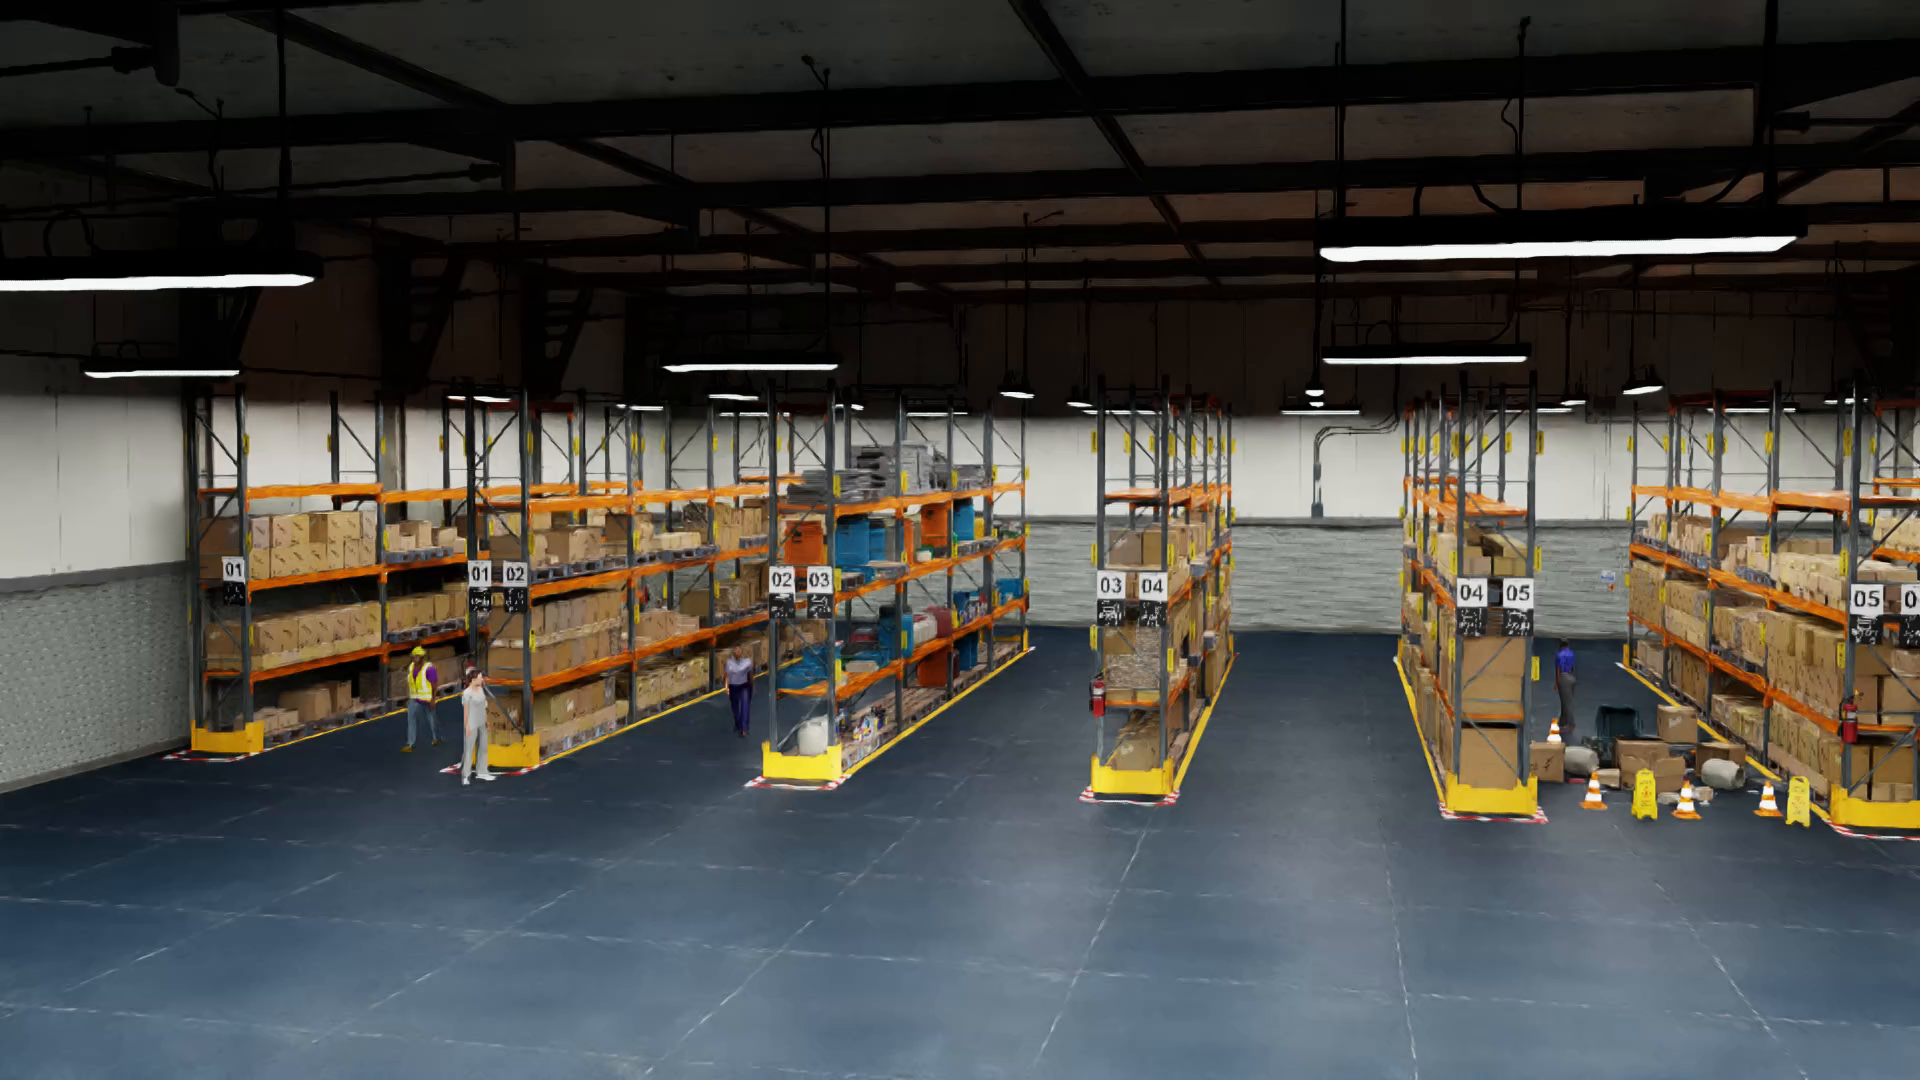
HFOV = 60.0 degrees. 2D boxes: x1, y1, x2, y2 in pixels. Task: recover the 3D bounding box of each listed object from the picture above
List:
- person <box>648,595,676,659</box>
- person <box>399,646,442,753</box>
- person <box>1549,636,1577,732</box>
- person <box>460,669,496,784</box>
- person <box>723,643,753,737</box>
[{"bbox_3d":[-6.555,2.050,36.423,0.533,1.707,1.031,1,3,21],"label":"person"},{"bbox_3d":[-8.800,2.590,27.210,0.589,1.716,1.043,1,3,11],"label":"person"},{"bbox_3d":[10.574,2.496,29.137,0.543,1.653,0.539,3,5,44],"label":"person"},{"bbox_3d":[-7.163,2.743,24.598,0.396,1.677,0.547,2,4,25],"label":"person"},{"bbox_3d":[-3.818,2.562,28.626,0.478,1.580,1.000,0,3,4],"label":"person"}]
